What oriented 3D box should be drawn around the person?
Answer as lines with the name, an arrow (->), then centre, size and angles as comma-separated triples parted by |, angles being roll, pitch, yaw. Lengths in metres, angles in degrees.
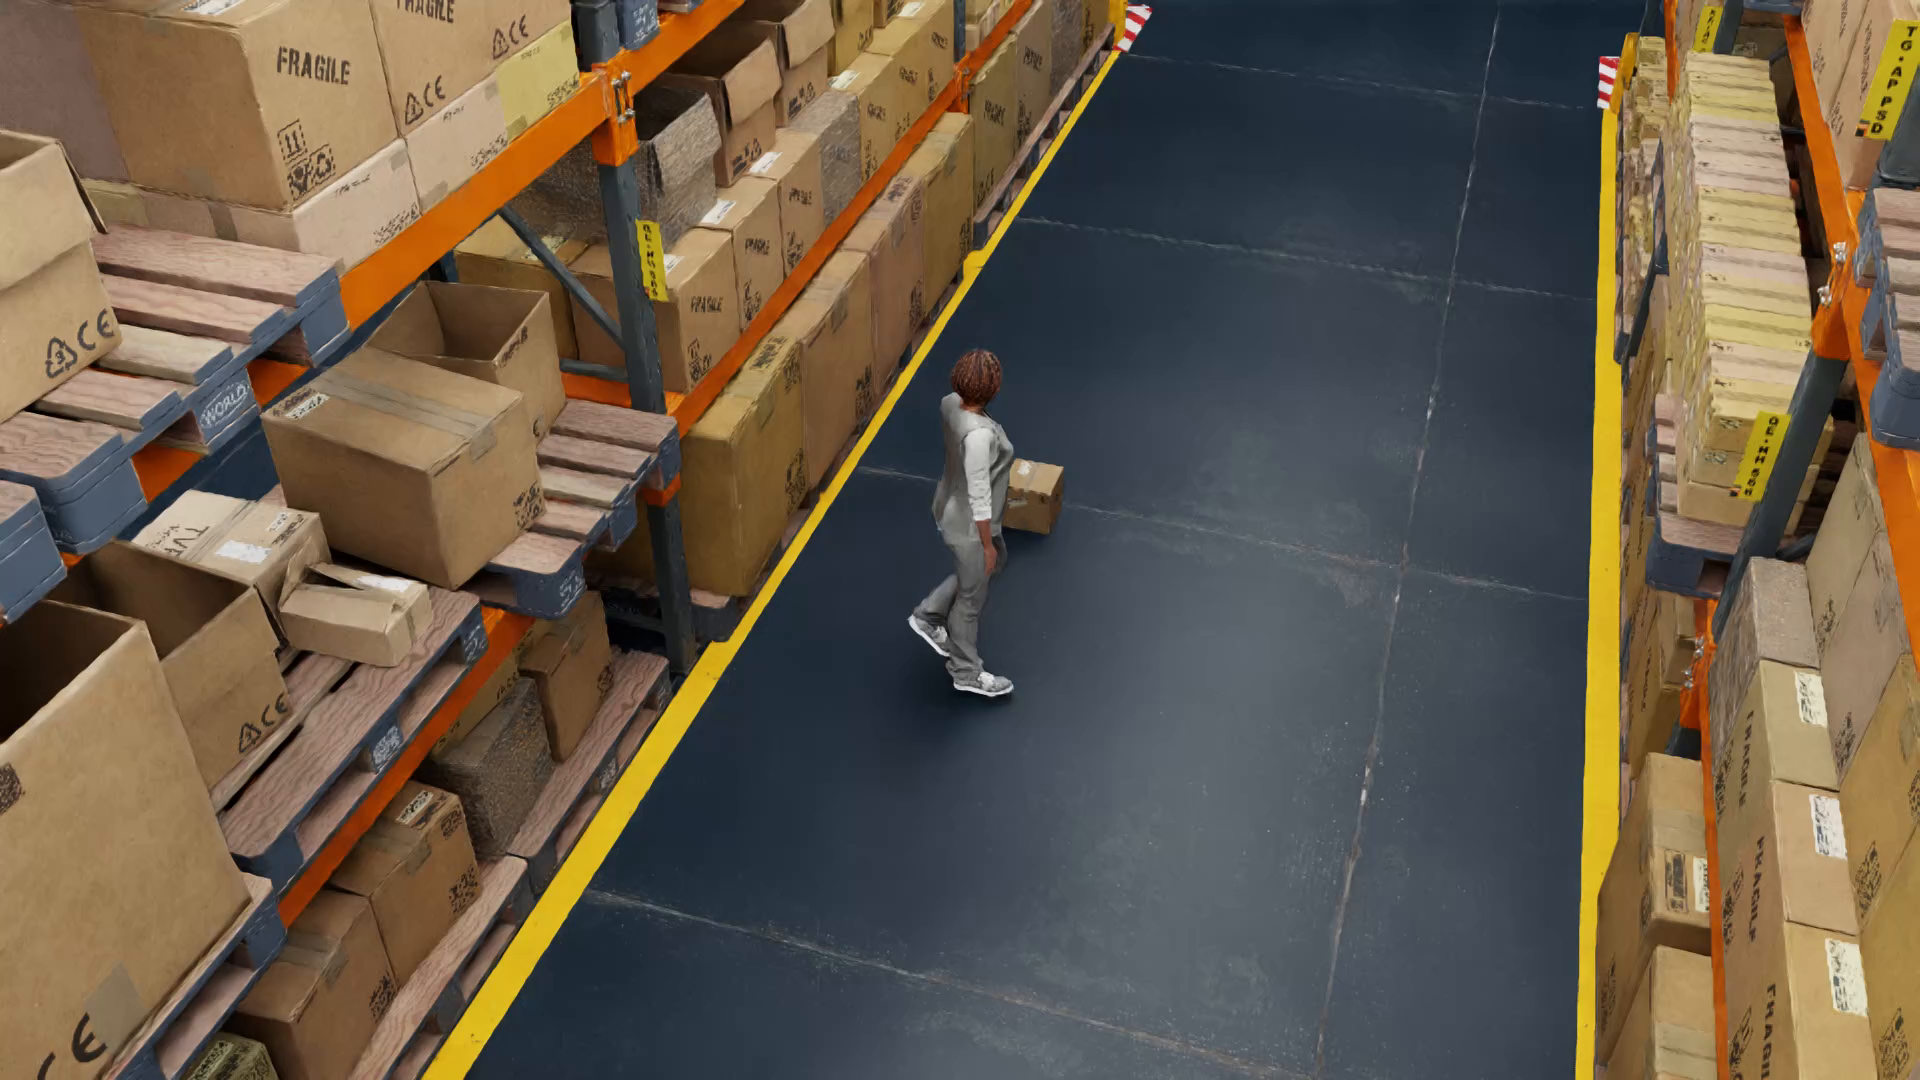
person -> 0.005, -0.077, 6.977 | 0.452, 1.584, 0.511 | -6, 38, -8
